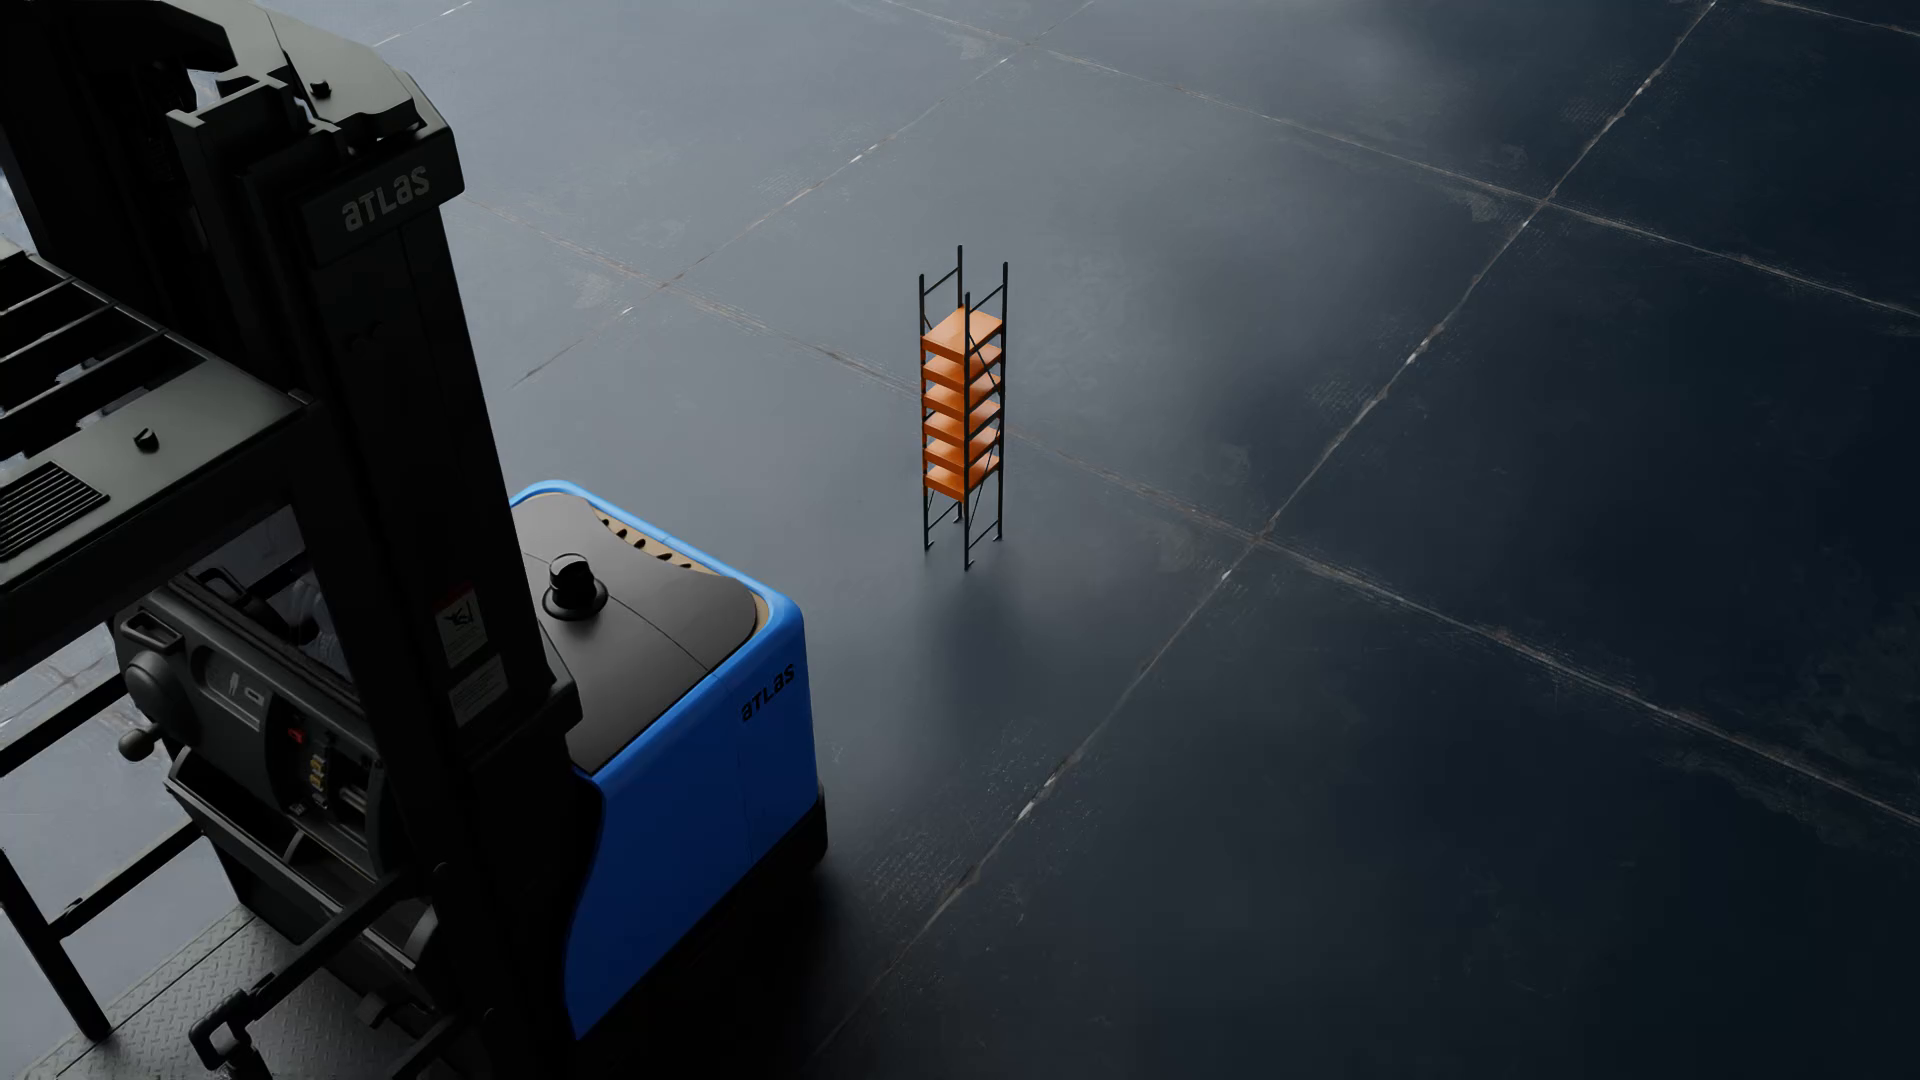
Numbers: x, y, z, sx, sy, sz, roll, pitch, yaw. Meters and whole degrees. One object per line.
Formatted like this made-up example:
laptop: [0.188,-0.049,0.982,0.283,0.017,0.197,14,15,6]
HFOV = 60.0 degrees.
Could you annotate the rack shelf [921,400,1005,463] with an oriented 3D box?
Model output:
rack shelf: [0.012,-0.408,5.873,0.180,0.103,0.258,25,48,25]

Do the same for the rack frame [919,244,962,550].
rack frame: [-0.063,-0.477,5.883,0.006,1.200,0.240,25,48,25]

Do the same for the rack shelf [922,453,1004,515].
rack shelf: [0.012,-0.230,6.033,0.180,0.103,0.258,25,48,25]

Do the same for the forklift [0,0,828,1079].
forklift: [-1.676,0.491,3.504,1.130,2.935,3.031,26,48,26]

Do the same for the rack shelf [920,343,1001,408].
rack shelf: [0.012,-0.587,5.713,0.180,0.103,0.258,25,48,25]

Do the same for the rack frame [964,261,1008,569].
rack frame: [0.087,-0.407,5.805,0.006,1.200,0.240,25,48,25]

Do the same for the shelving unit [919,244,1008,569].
shelving unit: [0.012,-0.442,5.844,0.189,1.200,0.258,25,48,25]

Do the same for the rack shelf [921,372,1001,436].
rack shelf: [0.012,-0.498,5.793,0.180,0.103,0.258,25,48,25]

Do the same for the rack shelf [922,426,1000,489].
rack shelf: [0.012,-0.319,5.953,0.180,0.103,0.258,25,48,25]

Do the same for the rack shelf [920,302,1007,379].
rack shelf: [0.012,-0.677,5.633,0.180,0.103,0.258,25,48,25]
